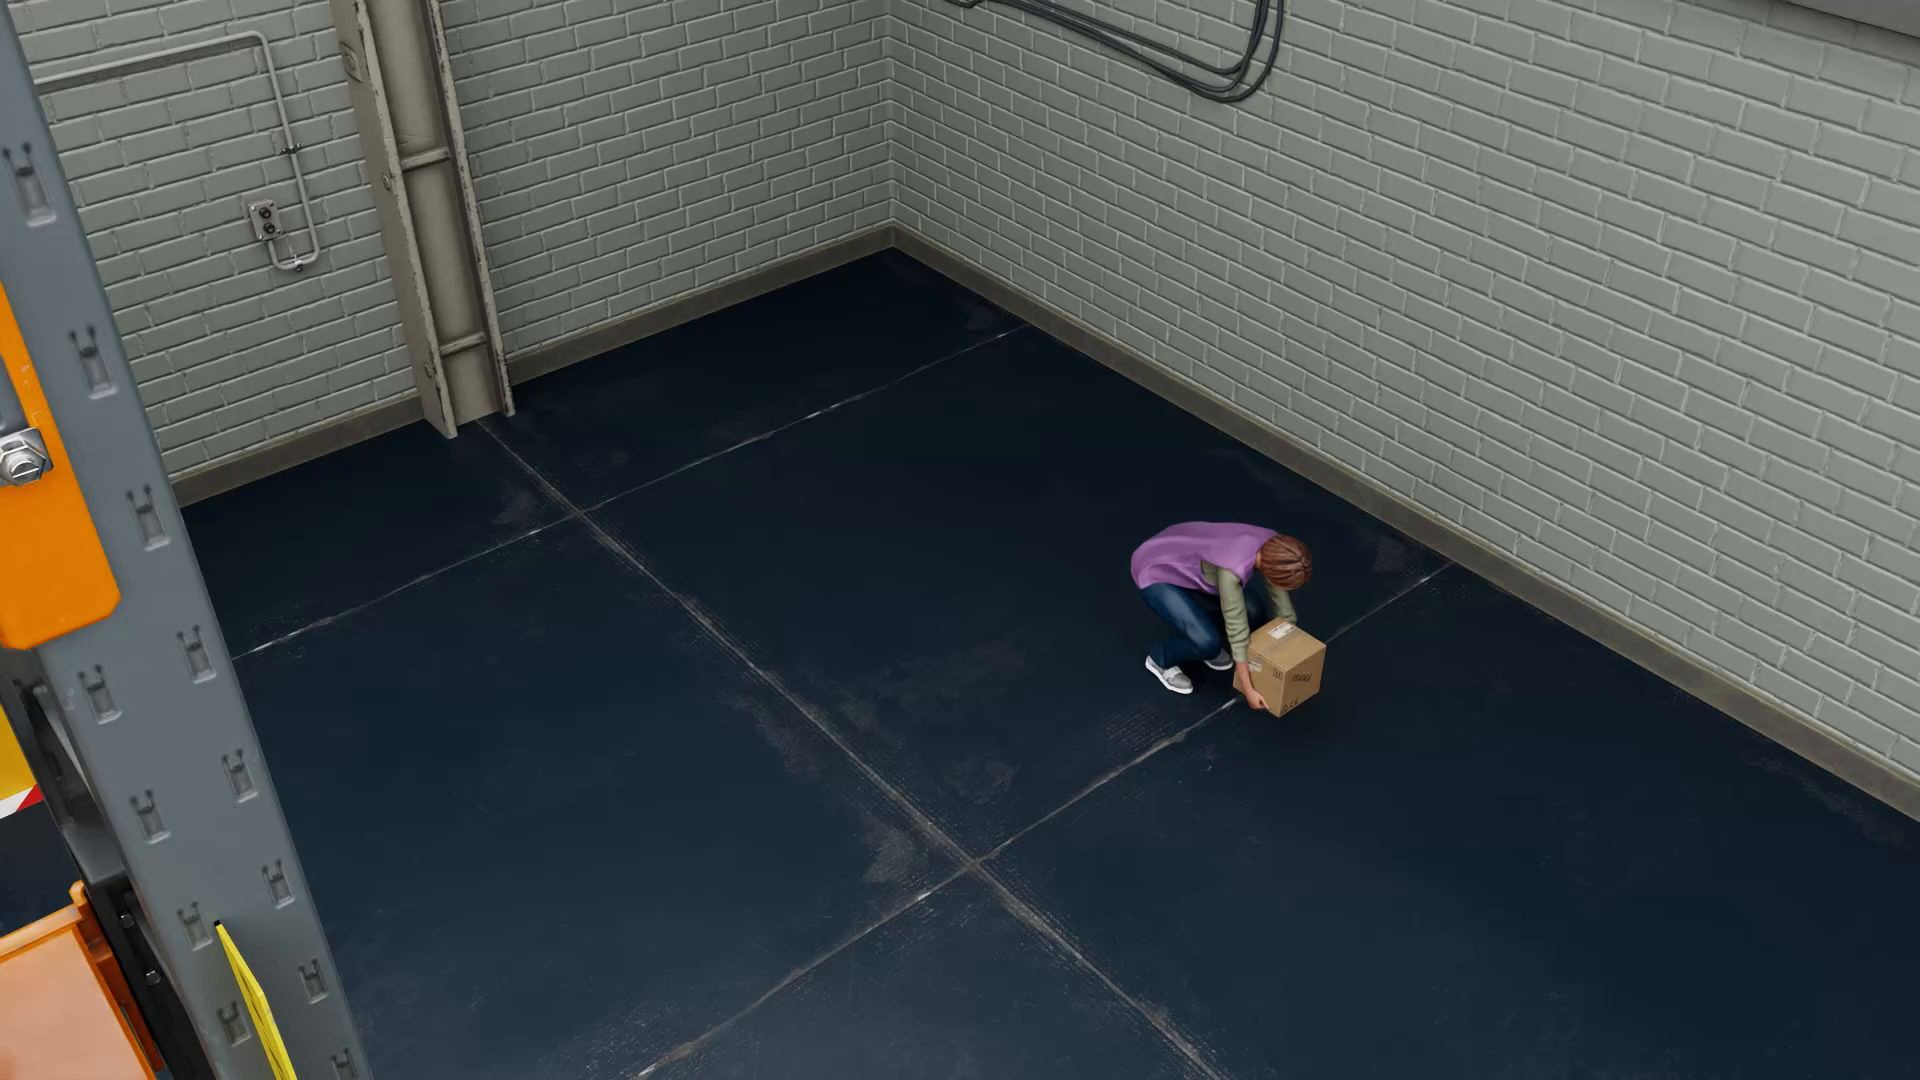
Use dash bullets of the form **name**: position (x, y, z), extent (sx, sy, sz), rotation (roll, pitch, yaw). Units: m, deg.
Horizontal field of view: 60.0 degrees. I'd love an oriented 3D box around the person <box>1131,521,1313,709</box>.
- **person**: position (1.080, 0.259, 6.895), extent (0.421, 0.904, 0.844), rotation (-28, 45, -32)
